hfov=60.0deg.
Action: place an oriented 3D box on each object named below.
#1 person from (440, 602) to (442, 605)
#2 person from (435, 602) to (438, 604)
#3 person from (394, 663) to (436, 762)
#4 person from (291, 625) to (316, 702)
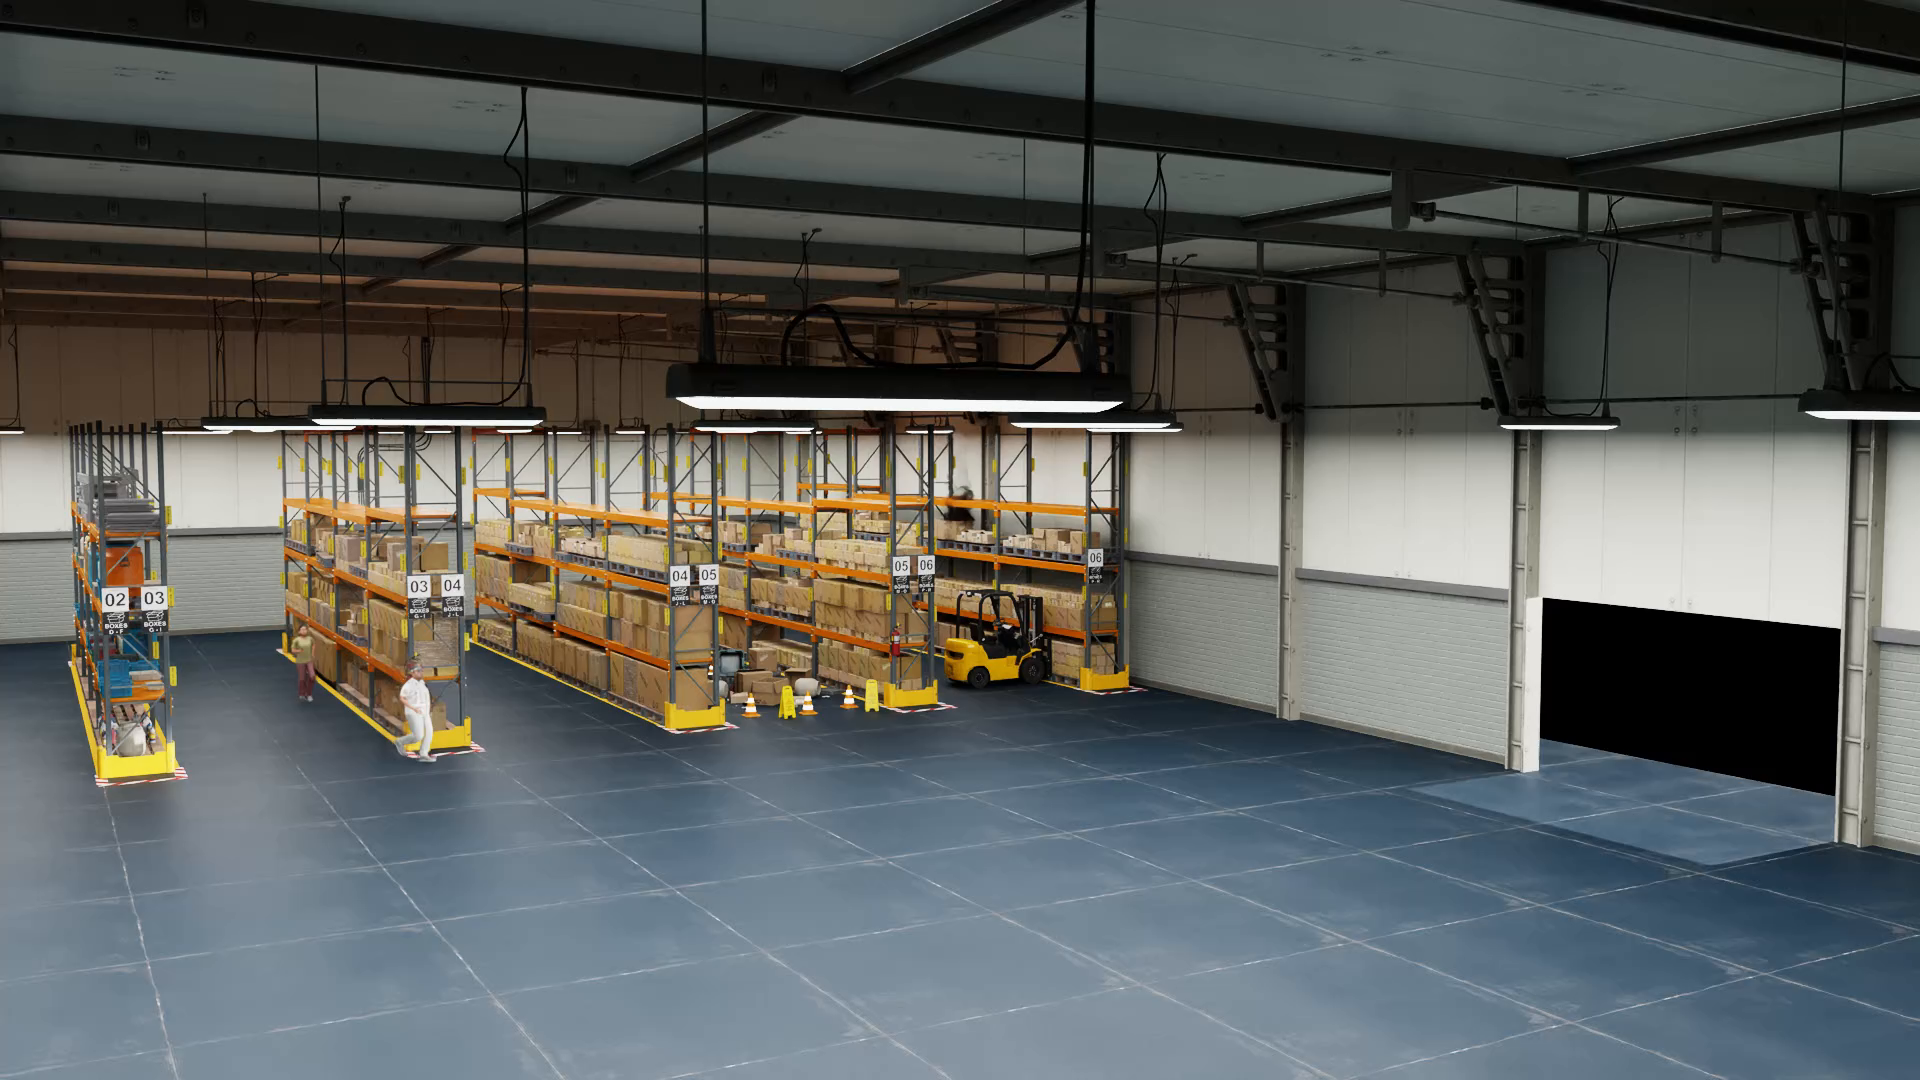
[{"bbox_3d":[-14.460,2.047,46.779,0.610,1.633,0.570,0,4,6],"label":"person"},{"bbox_3d":[-13.813,2.168,43.291,0.642,1.822,0.808,-3,4,-37],"label":"person"},{"bbox_3d":[-9.587,3.033,29.311,0.772,1.742,0.676,1,4,17],"label":"person"},{"bbox_3d":[-14.164,2.671,35.963,0.558,1.685,0.639,-2,4,-35],"label":"person"}]
